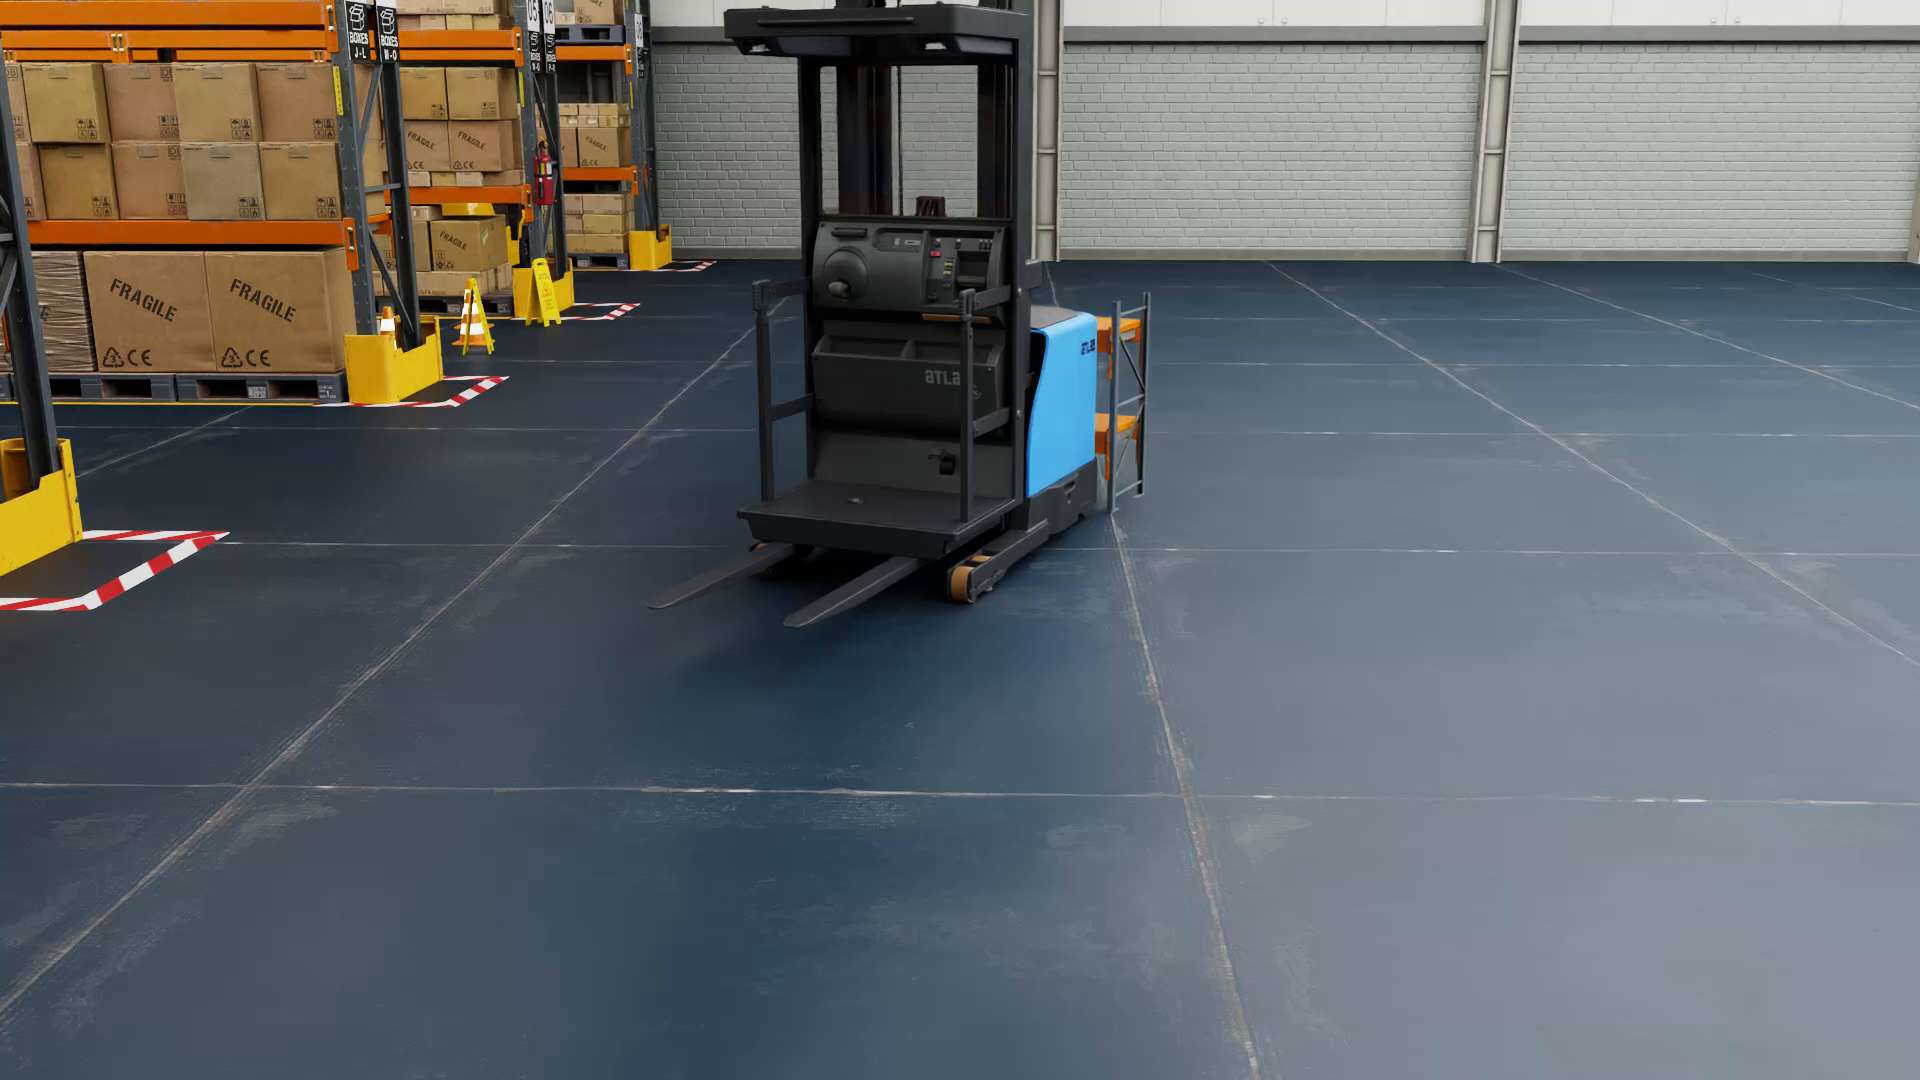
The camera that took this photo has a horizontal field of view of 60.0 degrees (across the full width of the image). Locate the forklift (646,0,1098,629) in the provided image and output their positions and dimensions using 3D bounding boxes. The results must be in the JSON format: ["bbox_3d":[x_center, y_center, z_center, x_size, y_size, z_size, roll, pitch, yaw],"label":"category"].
[{"bbox_3d":[-0.322,-1.263,7.381,1.130,2.935,3.031,6,16,22],"label":"forklift"}]

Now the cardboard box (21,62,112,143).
[{"bbox_3d":[-6.306,-3.182,12.110,0.500,0.550,0.875,0,15,1],"label":"cardboard box"}]

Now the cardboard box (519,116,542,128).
[{"bbox_3d":[-5.530,-5.414,21.512,0.250,0.149,0.380,0,15,0],"label":"cardboard box"}]

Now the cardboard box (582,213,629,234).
[{"bbox_3d":[-4.641,-4.154,21.792,0.500,0.250,0.500,0,15,1],"label":"cardboard box"}]

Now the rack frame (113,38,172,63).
[{"bbox_3d":[-8.268,-3.876,17.150,0.127,3.000,1.000,0,15,1],"label":"rack frame"}]

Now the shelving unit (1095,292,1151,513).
[{"bbox_3d":[0.454,-0.803,9.172,1.048,1.125,0.538,7,16,25],"label":"shelving unit"}]

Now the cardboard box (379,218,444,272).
[{"bbox_3d":[-5.599,-3.027,17.030,0.500,0.500,0.500,1,15,4],"label":"cardboard box"}]

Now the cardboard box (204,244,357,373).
[{"bbox_3d":[-4.974,-1.750,12.434,0.875,0.875,0.875,0,15,2],"label":"cardboard box"}]

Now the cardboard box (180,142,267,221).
[{"bbox_3d":[-5.217,-2.648,12.202,0.550,0.550,0.875,0,15,1],"label":"cardboard box"}]

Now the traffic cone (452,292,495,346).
[{"bbox_3d":[-4.421,-2.011,15.057,0.334,0.463,0.336,0,15,1],"label":"traffic cone"}]

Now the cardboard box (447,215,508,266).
[{"bbox_3d":[-5.093,-3.161,17.540,0.500,0.500,0.500,0,15,0],"label":"cardboard box"}]

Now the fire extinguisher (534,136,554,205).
[{"bbox_3d":[-4.167,-3.694,16.612,0.183,0.674,0.296,0,15,1],"label":"fire extinguisher"}]

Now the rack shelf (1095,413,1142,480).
[{"bbox_3d":[0.454,-0.566,9.234,1.000,0.278,0.538,7,16,25],"label":"rack shelf"}]

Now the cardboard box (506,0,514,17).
[{"bbox_3d":[-4.765,-5.442,16.919,0.500,0.250,0.500,0,15,0],"label":"cardboard box"}]

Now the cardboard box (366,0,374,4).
[{"bbox_3d":[-5.809,-5.312,16.423,0.500,0.250,0.500,1,15,3],"label":"cardboard box"}]

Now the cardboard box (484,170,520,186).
[{"bbox_3d":[-4.649,-3.676,16.885,0.250,0.149,0.380,1,15,3],"label":"cardboard box"}]

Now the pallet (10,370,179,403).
[{"bbox_3d":[-6.313,-1.232,12.596,1.213,0.211,1.003,0,15,1],"label":"pallet"}]

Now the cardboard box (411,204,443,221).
[{"bbox_3d":[-5.446,-3.323,16.882,0.250,0.149,0.380,1,15,3],"label":"cardboard box"}]

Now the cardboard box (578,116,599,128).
[{"bbox_3d":[-4.756,-5.402,21.469,0.250,0.149,0.380,1,15,2],"label":"cardboard box"}]

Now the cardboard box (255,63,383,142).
[{"bbox_3d":[-4.665,-3.193,12.153,0.550,0.550,0.875,0,15,1],"label":"cardboard box"}]

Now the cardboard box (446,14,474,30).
[{"bbox_3d":[-4.883,-5.103,16.413,0.250,0.149,0.380,0,15,2],"label":"cardboard box"}]

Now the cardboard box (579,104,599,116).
[{"bbox_3d":[-4.757,-5.563,21.497,0.250,0.149,0.380,0,15,2],"label":"cardboard box"}]

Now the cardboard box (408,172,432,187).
[{"bbox_3d":[-5.419,-3.650,16.789,0.250,0.149,0.380,1,15,2],"label":"cardboard box"}]

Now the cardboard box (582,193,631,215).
[{"bbox_3d":[-4.615,-4.396,21.728,0.500,0.250,0.500,1,15,3],"label":"cardboard box"}]

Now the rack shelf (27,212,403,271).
[{"bbox_3d":[-6.294,-2.252,12.405,4.000,0.370,1.077,0,15,1],"label":"rack shelf"}]

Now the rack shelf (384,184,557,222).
[{"bbox_3d":[-6.269,-3.515,17.192,4.000,0.370,1.077,0,15,1],"label":"rack shelf"}]

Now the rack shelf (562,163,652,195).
[{"bbox_3d":[-6.146,-4.781,21.990,4.000,0.370,1.077,0,15,1],"label":"rack shelf"}]

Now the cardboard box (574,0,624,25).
[{"bbox_3d":[-4.595,-6.806,21.163,0.500,0.500,0.500,1,15,3],"label":"cardboard box"}]

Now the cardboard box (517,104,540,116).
[{"bbox_3d":[-5.530,-5.552,21.454,0.250,0.149,0.380,1,15,3],"label":"cardboard box"}]

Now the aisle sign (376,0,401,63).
[{"bbox_3d":[-4.216,-3.920,12.220,0.004,0.787,0.394,0,15,1],"label":"aisle sign"}]

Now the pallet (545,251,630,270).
[{"bbox_3d":[-4.912,-3.761,22.183,1.213,0.211,1.003,0,15,1],"label":"pallet"}]

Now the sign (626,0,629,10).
[{"bbox_3d":[-4.174,-6.817,20.839,0.005,0.325,0.100,0,15,1],"label":"sign"}]

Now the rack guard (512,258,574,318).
[{"bbox_3d":[-4.345,-2.641,17.372,0.348,0.500,1.175,0,15,1],"label":"rack guard"}]

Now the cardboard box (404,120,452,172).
[{"bbox_3d":[-5.319,-3.979,16.764,0.500,0.500,0.500,0,15,2],"label":"cardboard box"}]

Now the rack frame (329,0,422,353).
[{"bbox_3d":[-4.295,-2.587,12.264,0.127,3.000,1.000,0,15,1],"label":"rack frame"}]

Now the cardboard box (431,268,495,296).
[{"bbox_3d":[-5.108,-2.660,17.109,0.500,0.250,0.500,0,15,1],"label":"cardboard box"}]

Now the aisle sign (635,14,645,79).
[{"bbox_3d":[-4.088,-6.297,21.232,0.004,0.787,0.394,0,15,1],"label":"aisle sign"}]

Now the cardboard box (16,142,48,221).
[{"bbox_3d":[-6.837,-2.654,12.227,0.550,0.550,0.875,0,15,1],"label":"cardboard box"}]

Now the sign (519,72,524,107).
[{"bbox_3d":[-4.304,-4.421,16.327,0.005,0.325,0.100,0,15,1],"label":"sign"}]

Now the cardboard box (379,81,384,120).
[{"bbox_3d":[-5.804,-4.455,16.607,0.500,0.500,0.700,0,15,1],"label":"cardboard box"}]

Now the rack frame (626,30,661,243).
[{"bbox_3d":[-4.146,-5.115,21.849,0.127,3.000,1.000,0,15,1],"label":"rack frame"}]

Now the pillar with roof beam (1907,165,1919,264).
[{"bbox_3d":[13.065,-7.035,17.366,0.400,9.000,9.100,0,15,1],"label":"pillar with roof beam"}]

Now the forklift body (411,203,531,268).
[{"bbox_3d":[-6.089,-4.252,20.241,1.214,2.155,2.313,0,15,1],"label":"forklift body"}]

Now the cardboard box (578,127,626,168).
[{"bbox_3d":[-4.645,-5.100,21.594,0.500,0.500,0.500,0,15,0],"label":"cardboard box"}]
